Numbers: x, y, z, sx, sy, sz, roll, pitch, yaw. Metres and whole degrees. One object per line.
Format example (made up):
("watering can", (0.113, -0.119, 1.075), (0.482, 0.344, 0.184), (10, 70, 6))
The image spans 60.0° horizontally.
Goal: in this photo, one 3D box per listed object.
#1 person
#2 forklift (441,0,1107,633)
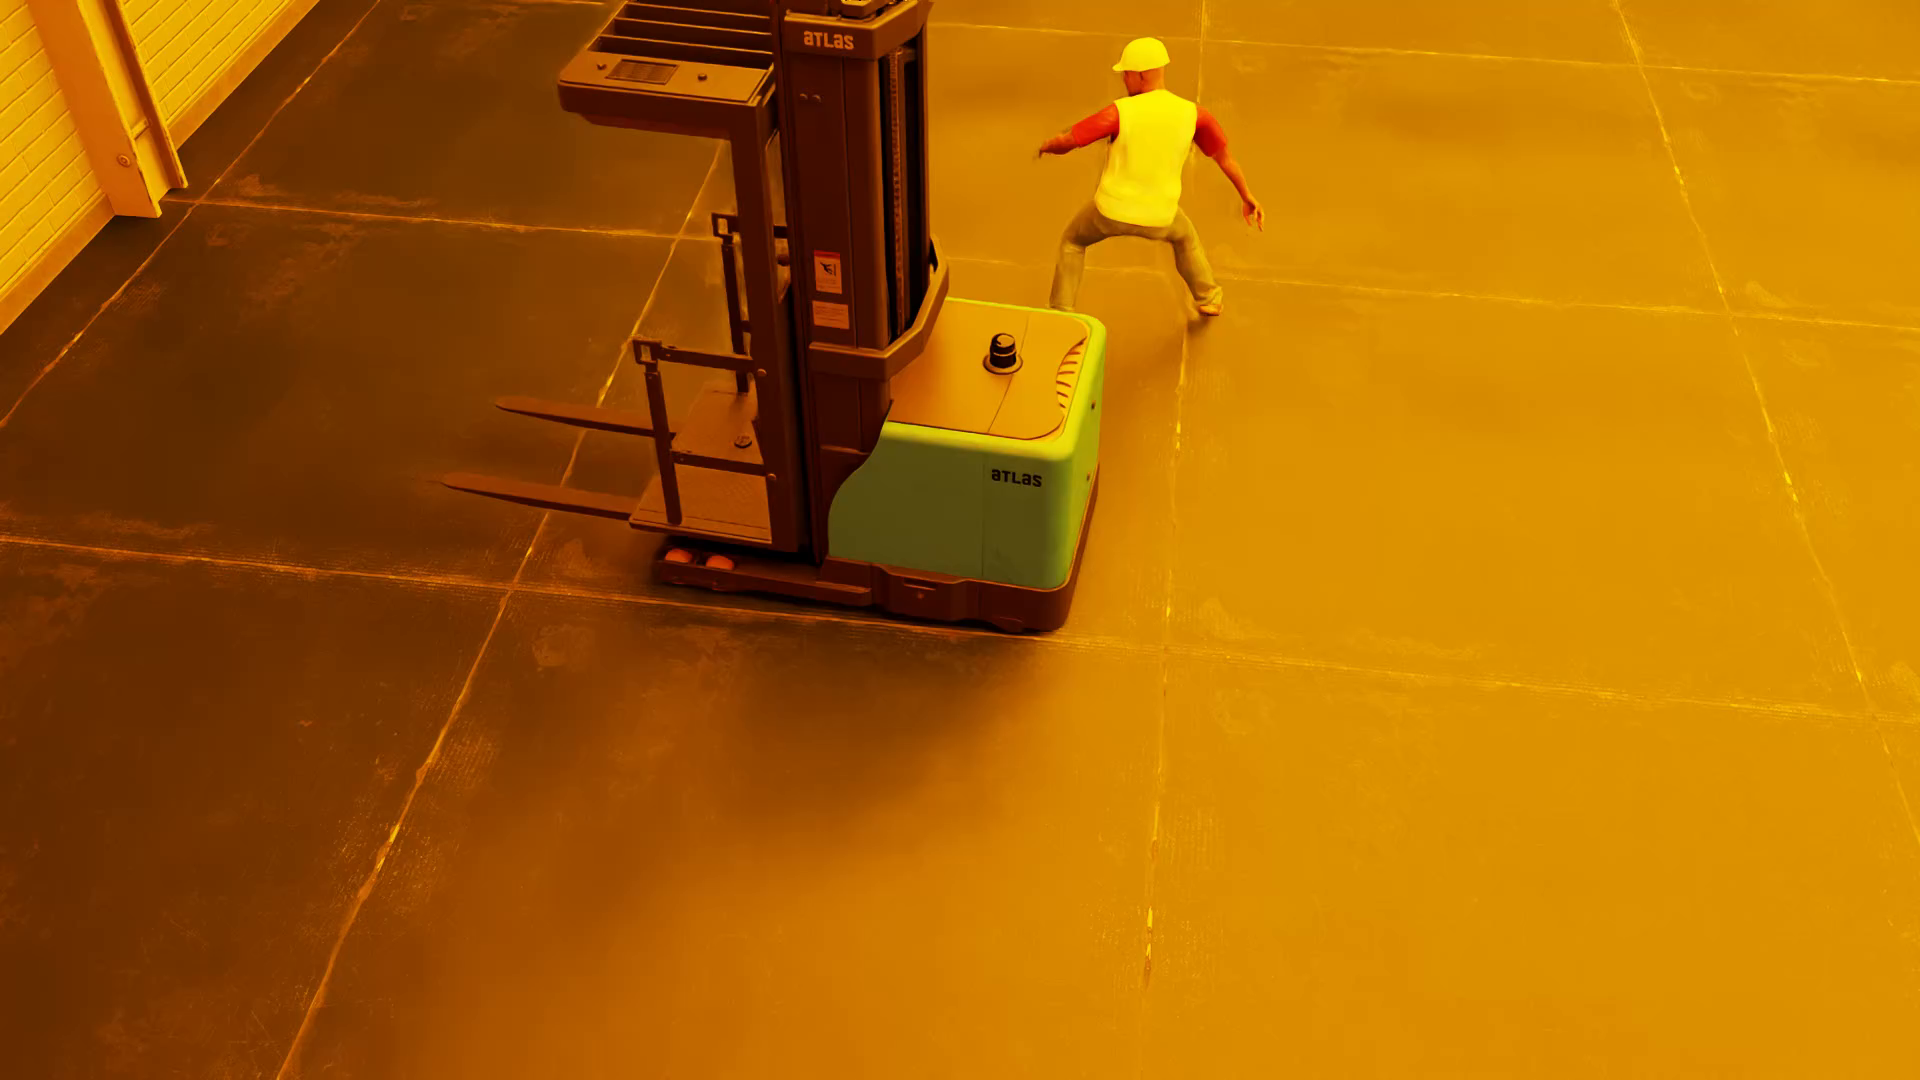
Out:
("person", (0.984, -1.750, 8.701), (1.153, 1.723, 0.568), (1, 43, 1))
("forklift", (-0.908, -1.184, 7.014), (3.031, 2.935, 1.130), (9, 43, 9))
